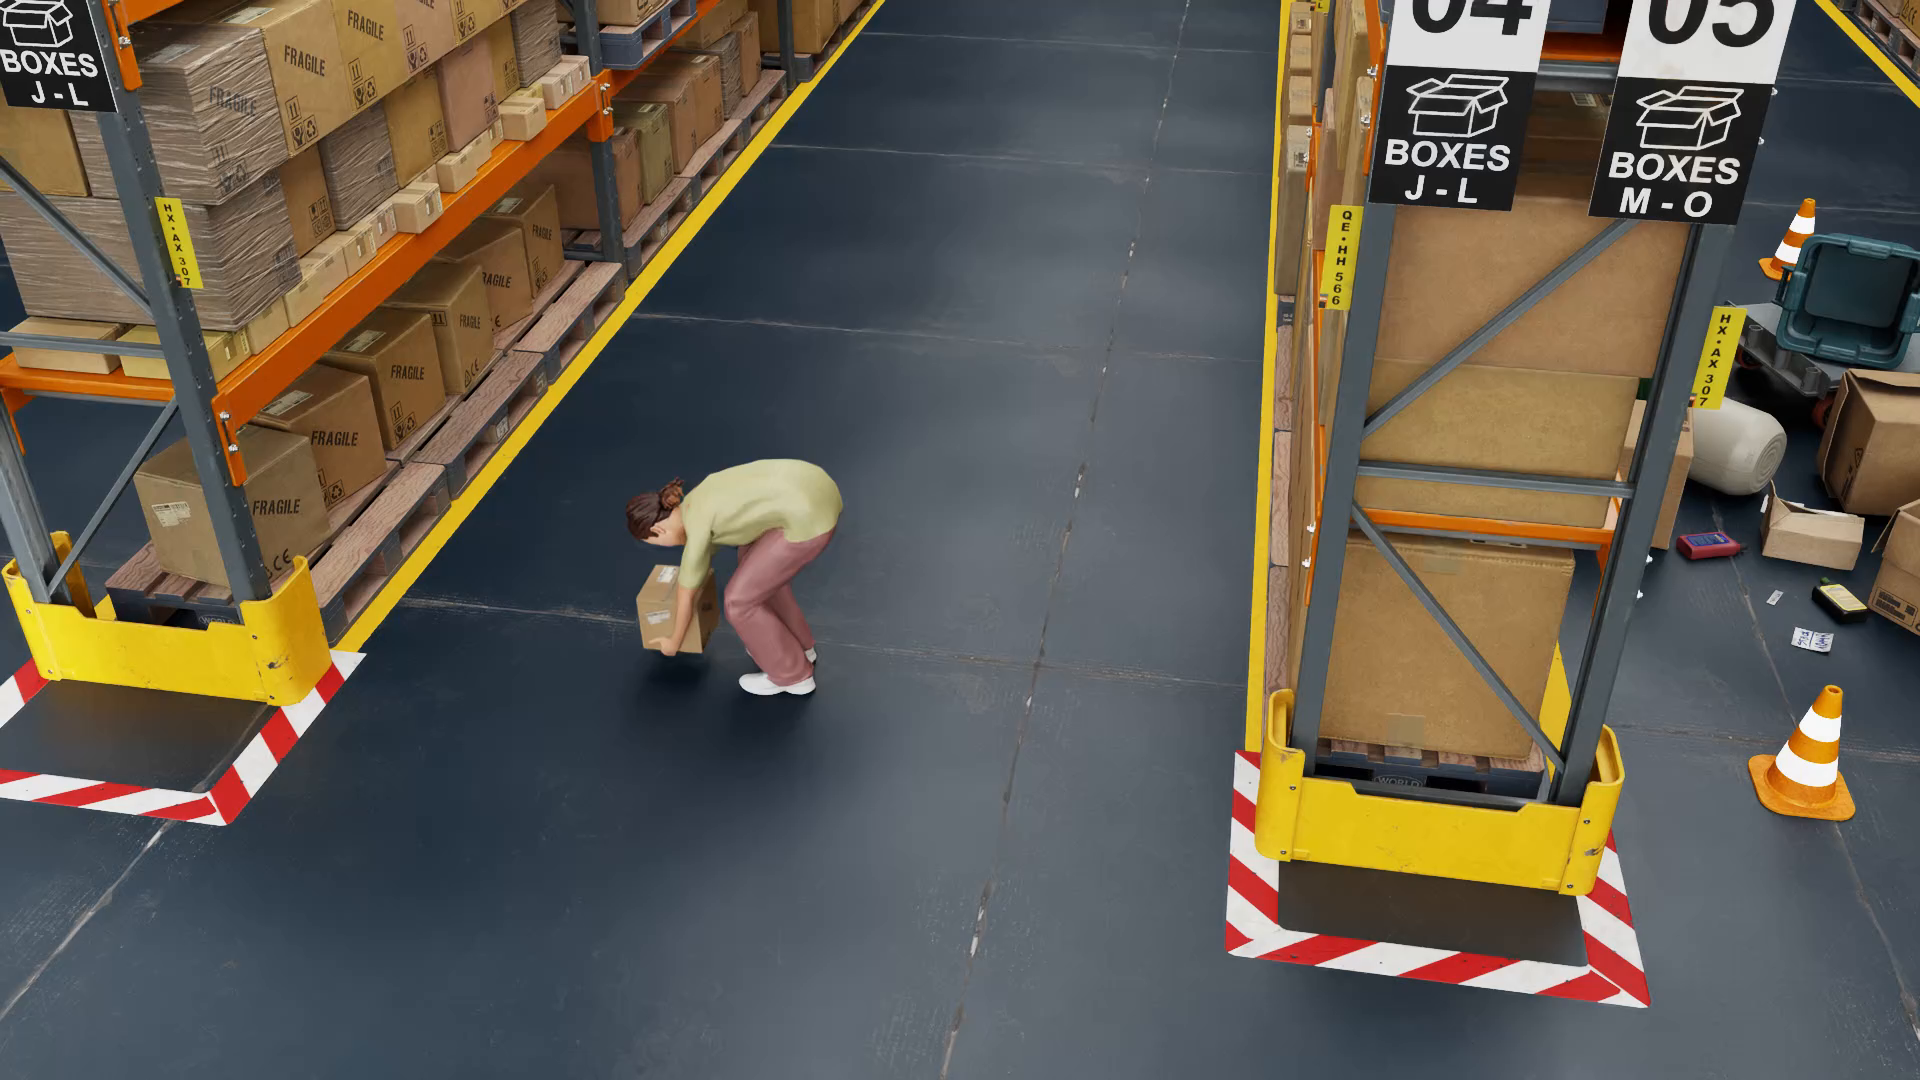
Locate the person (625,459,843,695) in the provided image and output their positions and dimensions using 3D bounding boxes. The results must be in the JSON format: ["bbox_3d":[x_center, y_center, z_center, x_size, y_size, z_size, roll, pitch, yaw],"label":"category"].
[{"bbox_3d":[-0.886,0.153,6.615,0.856,0.904,0.451,4,33,6],"label":"person"}]
